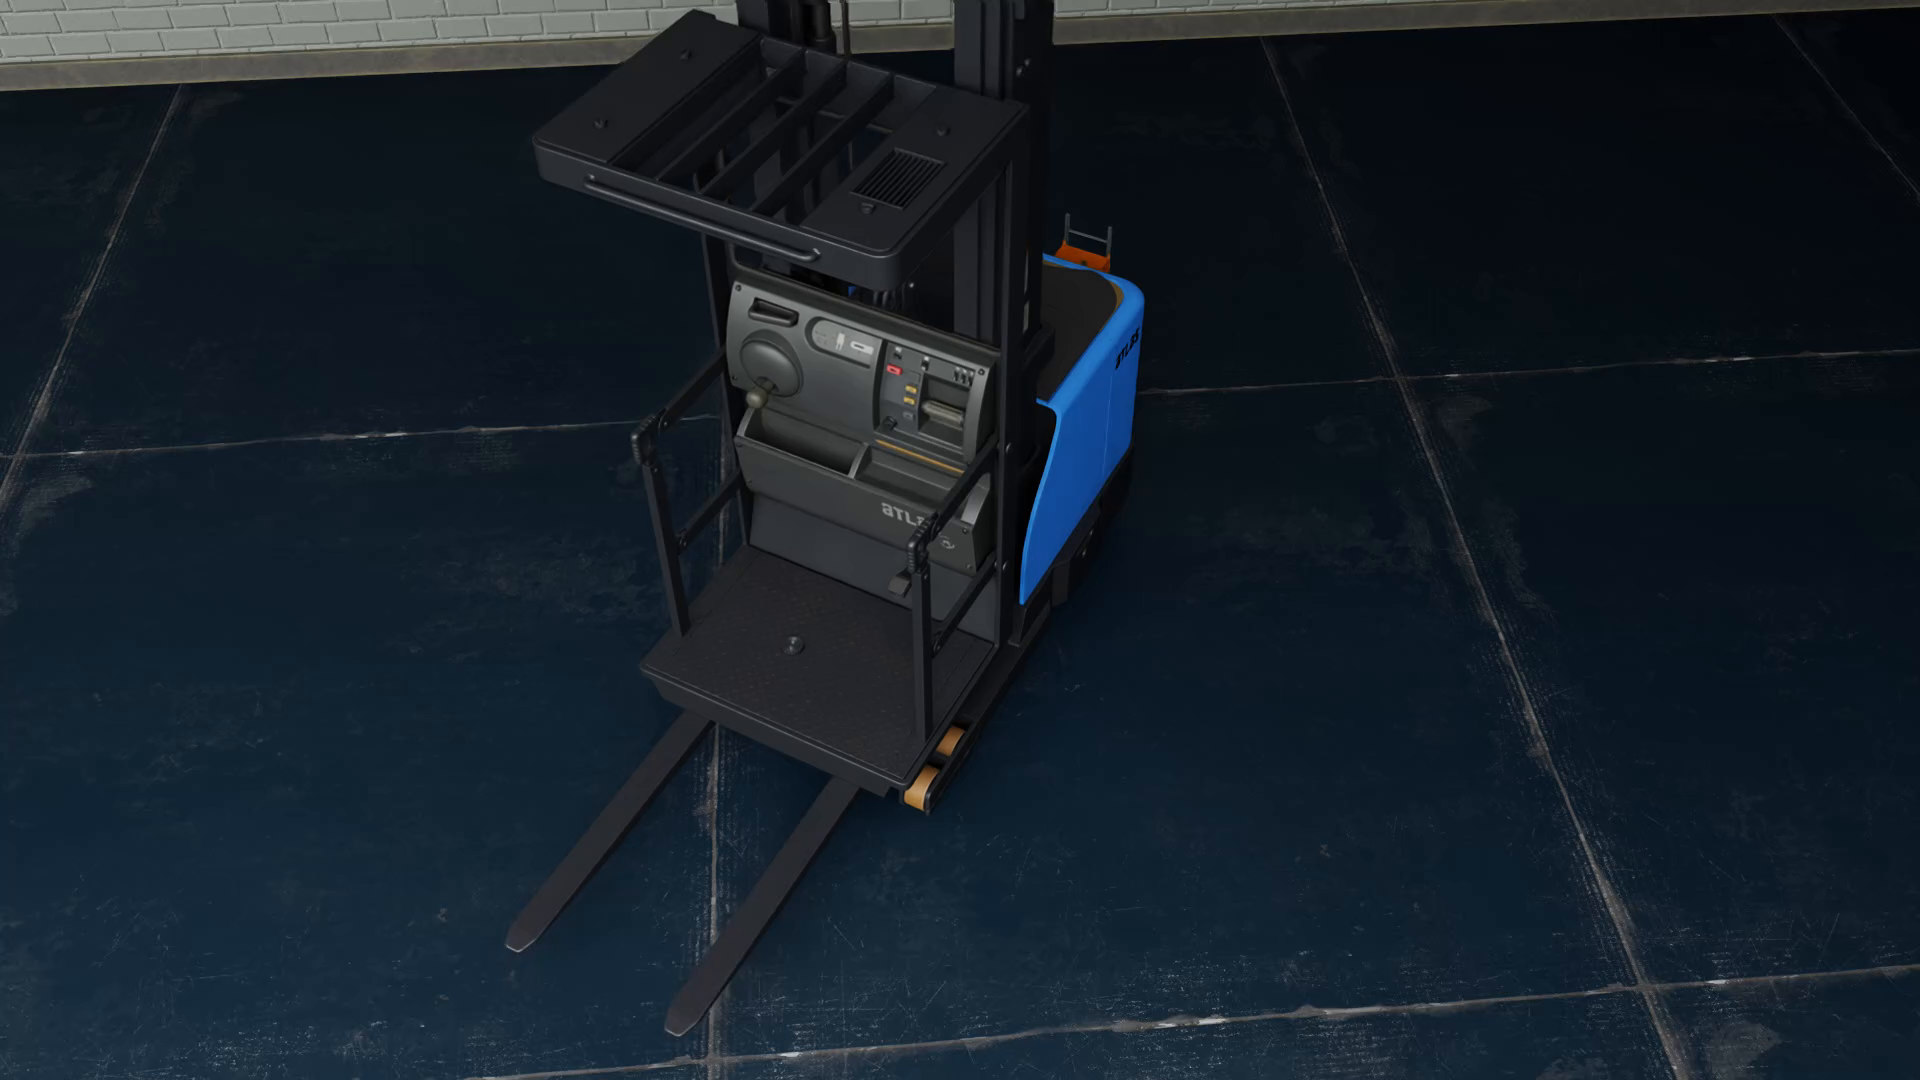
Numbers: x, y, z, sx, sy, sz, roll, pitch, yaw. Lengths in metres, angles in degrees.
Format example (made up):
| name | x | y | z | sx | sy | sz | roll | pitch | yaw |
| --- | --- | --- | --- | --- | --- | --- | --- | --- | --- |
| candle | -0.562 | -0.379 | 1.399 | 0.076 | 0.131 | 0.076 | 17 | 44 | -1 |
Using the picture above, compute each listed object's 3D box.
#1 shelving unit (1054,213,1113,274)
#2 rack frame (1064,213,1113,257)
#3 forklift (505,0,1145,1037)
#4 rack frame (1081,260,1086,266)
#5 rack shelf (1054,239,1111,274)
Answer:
| name | x | y | z | sx | sy | sz | roll | pitch | yaw |
| --- | --- | --- | --- | --- | --- | --- | --- | --- | --- |
| shelving unit | 0.446 | -0.806 | 6.791 | 0.215 | 1.050 | 0.252 | 21 | 50 | 19 |
| rack frame | 0.503 | -0.885 | 6.865 | 0.200 | 1.050 | 0.008 | 21 | 50 | 19 |
| forklift | -0.432 | -0.437 | 5.145 | 1.130 | 2.935 | 3.031 | 21 | 50 | 19 |
| rack frame | 0.389 | -0.728 | 6.716 | 0.200 | 1.050 | 0.008 | 21 | 50 | 19 |
| rack shelf | 0.446 | -0.994 | 6.592 | 0.215 | 0.259 | 0.240 | 21 | 50 | 19 |
